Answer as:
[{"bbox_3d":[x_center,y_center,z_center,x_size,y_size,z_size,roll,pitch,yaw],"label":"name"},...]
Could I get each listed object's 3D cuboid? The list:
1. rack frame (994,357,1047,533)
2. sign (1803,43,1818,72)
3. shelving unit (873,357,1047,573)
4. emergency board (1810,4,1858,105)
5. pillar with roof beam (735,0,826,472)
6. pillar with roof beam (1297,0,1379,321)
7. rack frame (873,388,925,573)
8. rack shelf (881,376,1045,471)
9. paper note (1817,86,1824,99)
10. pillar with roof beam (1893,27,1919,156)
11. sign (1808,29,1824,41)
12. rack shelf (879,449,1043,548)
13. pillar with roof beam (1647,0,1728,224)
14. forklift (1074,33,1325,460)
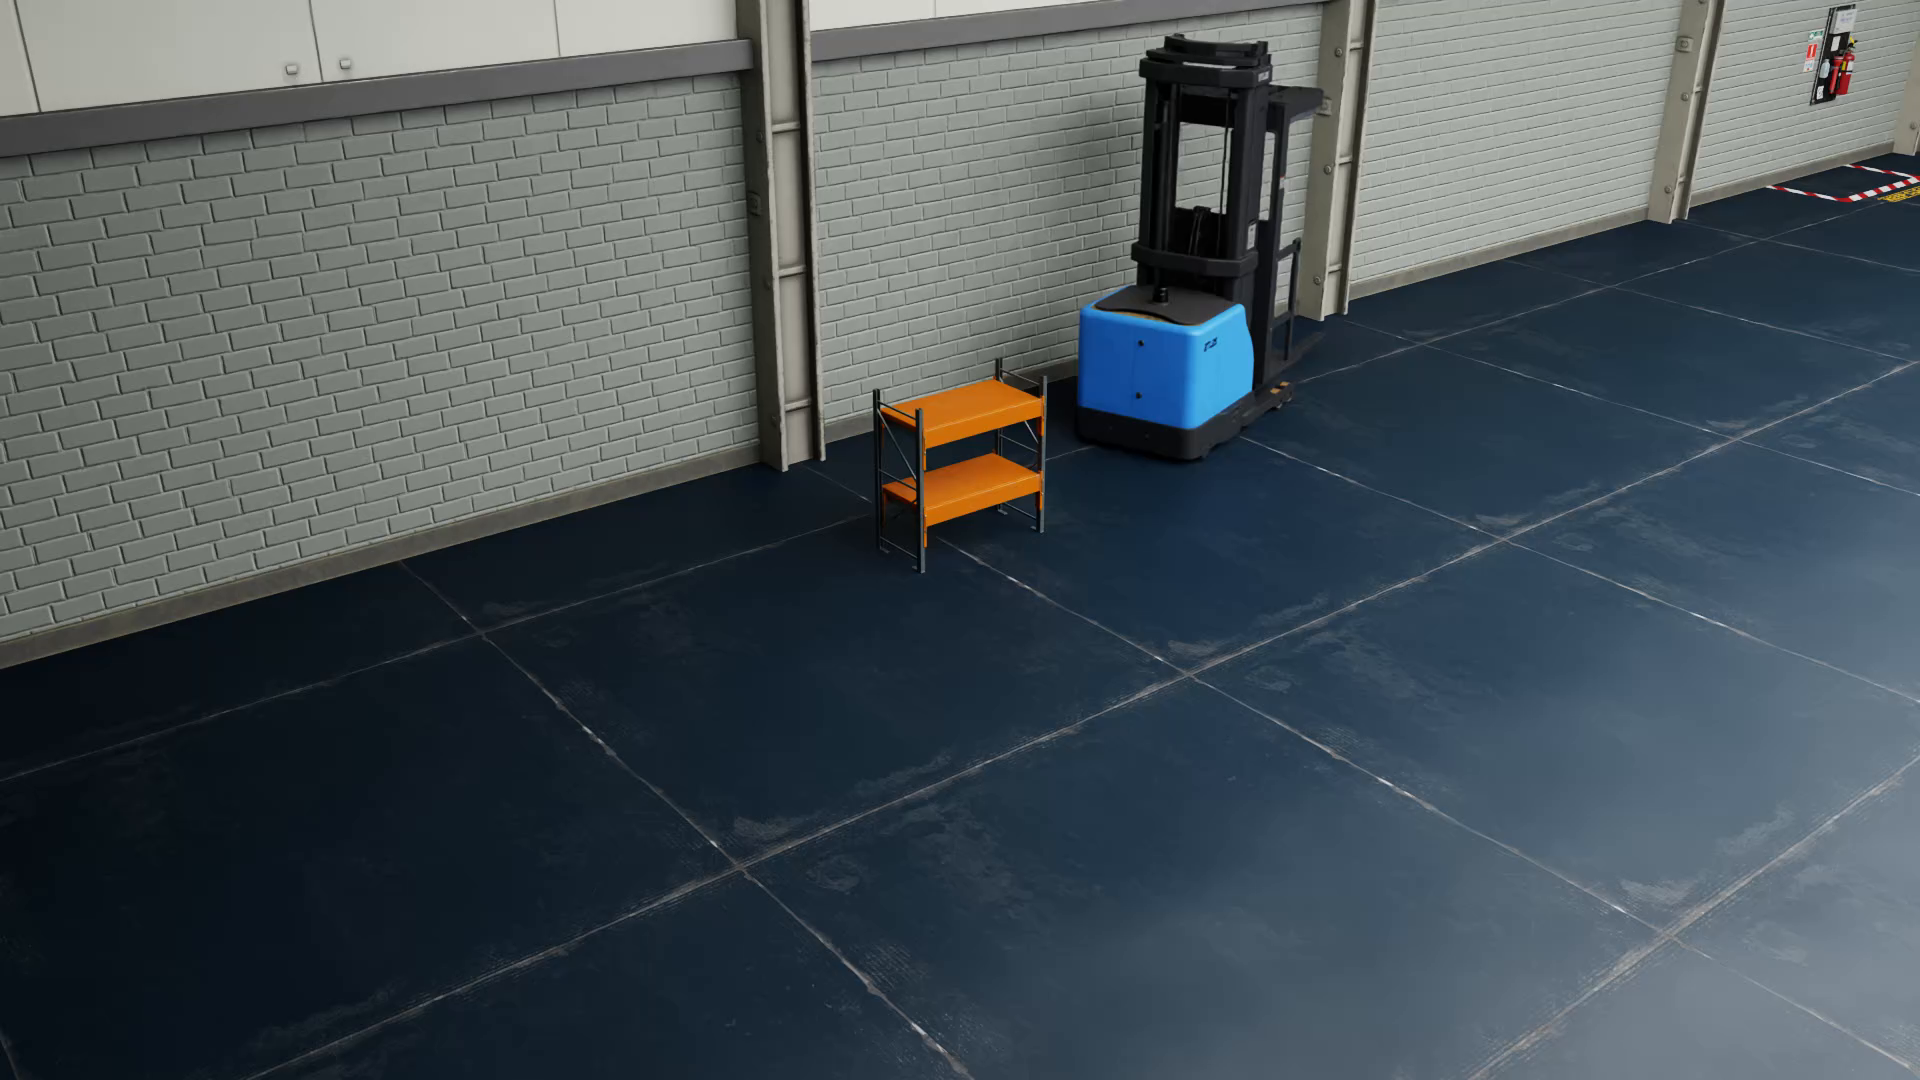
[{"bbox_3d":[0.405,-0.644,11.302,0.032,1.125,0.500,-18,31,-34],"label":"rack frame"},{"bbox_3d":[10.437,-5.922,20.404,0.234,0.329,0.001,-18,31,-34],"label":"sign"},{"bbox_3d":[0.005,-0.512,11.017,1.048,1.125,0.538,-18,31,-34],"label":"shelving unit"},{"bbox_3d":[10.936,-6.015,20.648,0.643,1.169,0.194,-18,31,-34],"label":"emergency board"},{"bbox_3d":[1.396,-3.264,7.593,0.400,9.000,9.100,-18,31,-34],"label":"pillar with roof beam"},{"bbox_3d":[6.118,-4.822,10.951,0.400,9.000,9.100,-18,31,-34],"label":"pillar with roof beam"},{"bbox_3d":[-0.395,-0.380,10.732,0.032,1.125,0.500,-18,31,-34],"label":"rack frame"},{"bbox_3d":[0.005,-0.777,10.894,1.000,0.278,0.538,-18,31,-34],"label":"rack shelf"},{"bbox_3d":[10.754,-5.593,20.783,0.142,0.148,0.016,-18,31,-34],"label":"paper note"},{"bbox_3d":[15.561,-7.940,17.668,0.400,9.000,9.100,-18,31,-34],"label":"pillar with roof beam"},{"bbox_3d":[10.446,-6.161,20.289,0.331,0.109,0.001,-18,31,-34],"label":"sign"},{"bbox_3d":[0.005,-0.290,11.120,1.000,0.278,0.538,-18,31,-34],"label":"rack shelf"},{"bbox_3d":[10.839,-6.381,14.310,0.400,9.000,9.100,-18,31,-34],"label":"pillar with roof beam"},{"bbox_3d":[2.109,-2.497,13.149,1.130,2.935,3.031,15,29,30],"label":"forklift"}]
